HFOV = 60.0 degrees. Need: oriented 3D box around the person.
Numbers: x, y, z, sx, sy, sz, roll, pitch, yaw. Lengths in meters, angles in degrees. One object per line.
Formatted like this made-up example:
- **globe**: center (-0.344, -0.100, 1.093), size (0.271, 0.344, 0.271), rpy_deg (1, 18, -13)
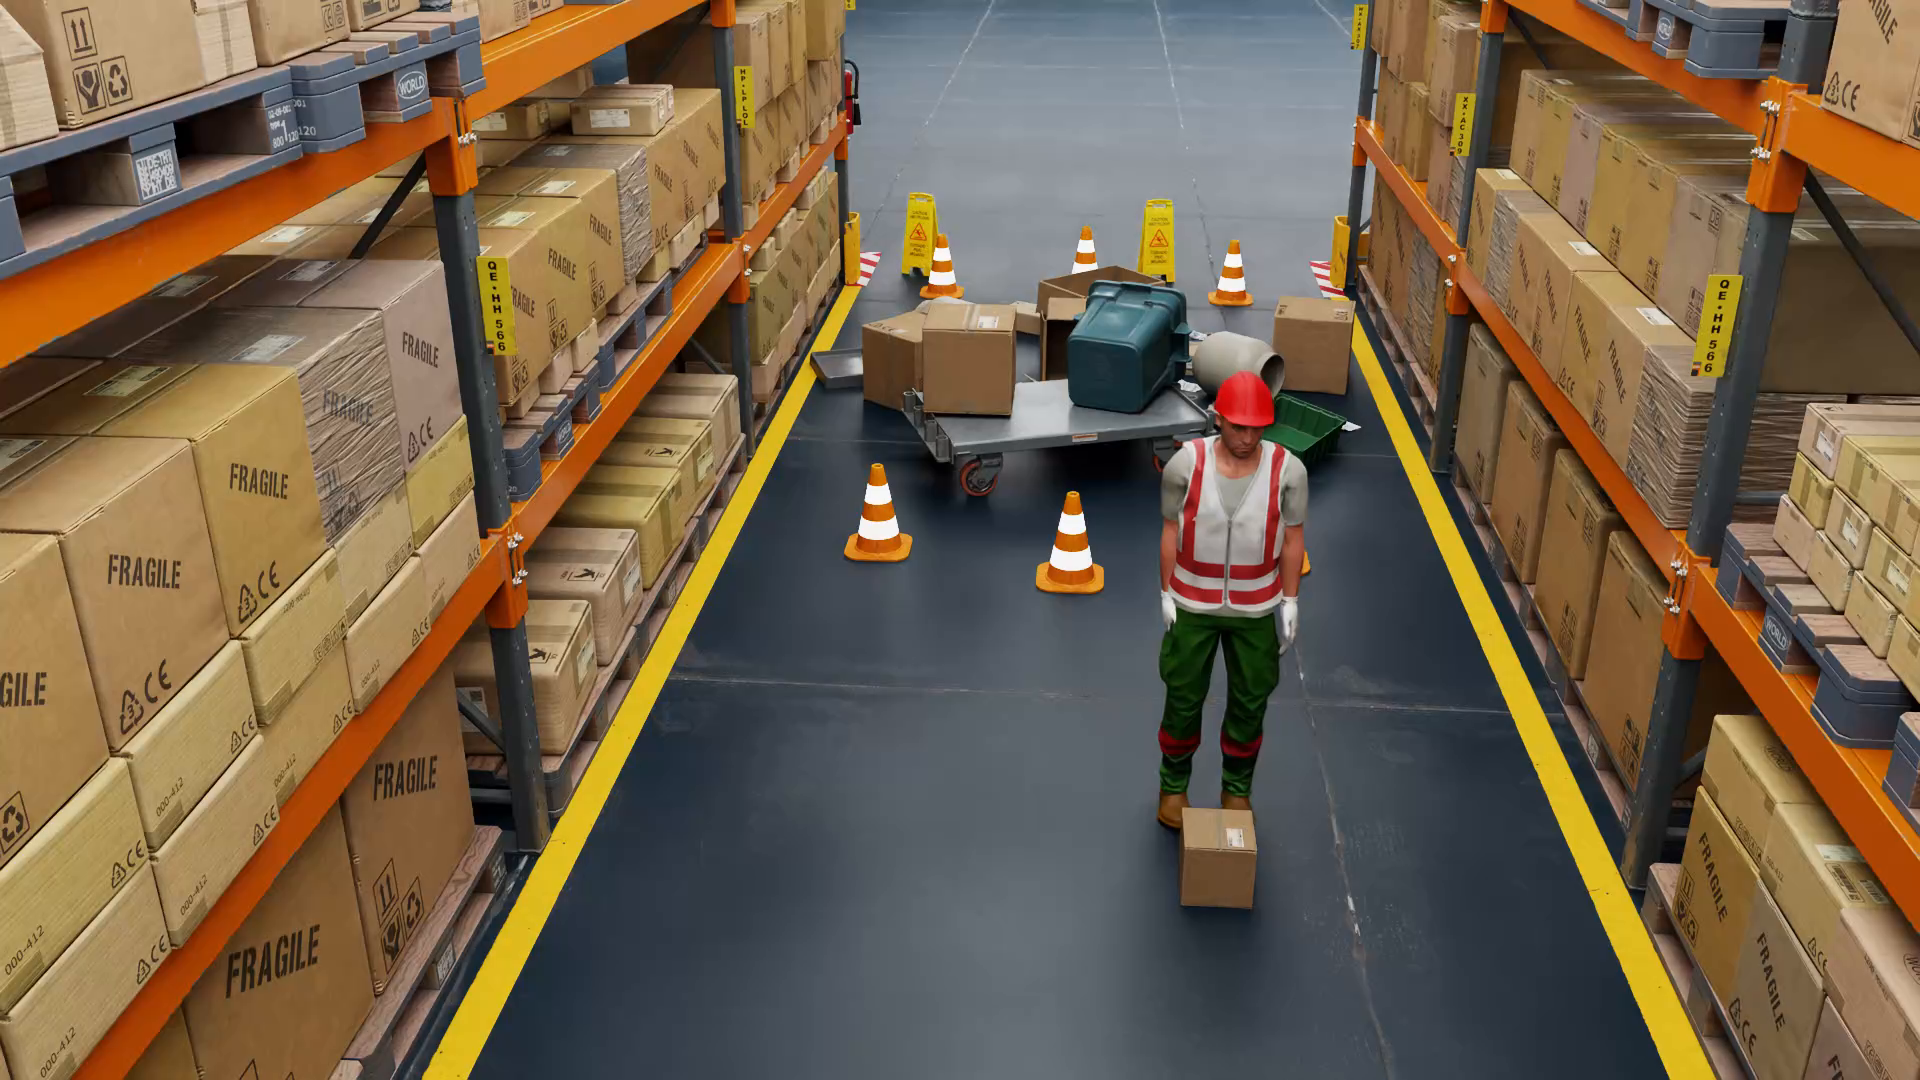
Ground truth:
- **person**: center (0.975, 0.346, 6.112), size (0.527, 1.537, 0.345), rpy_deg (2, 24, 5)
